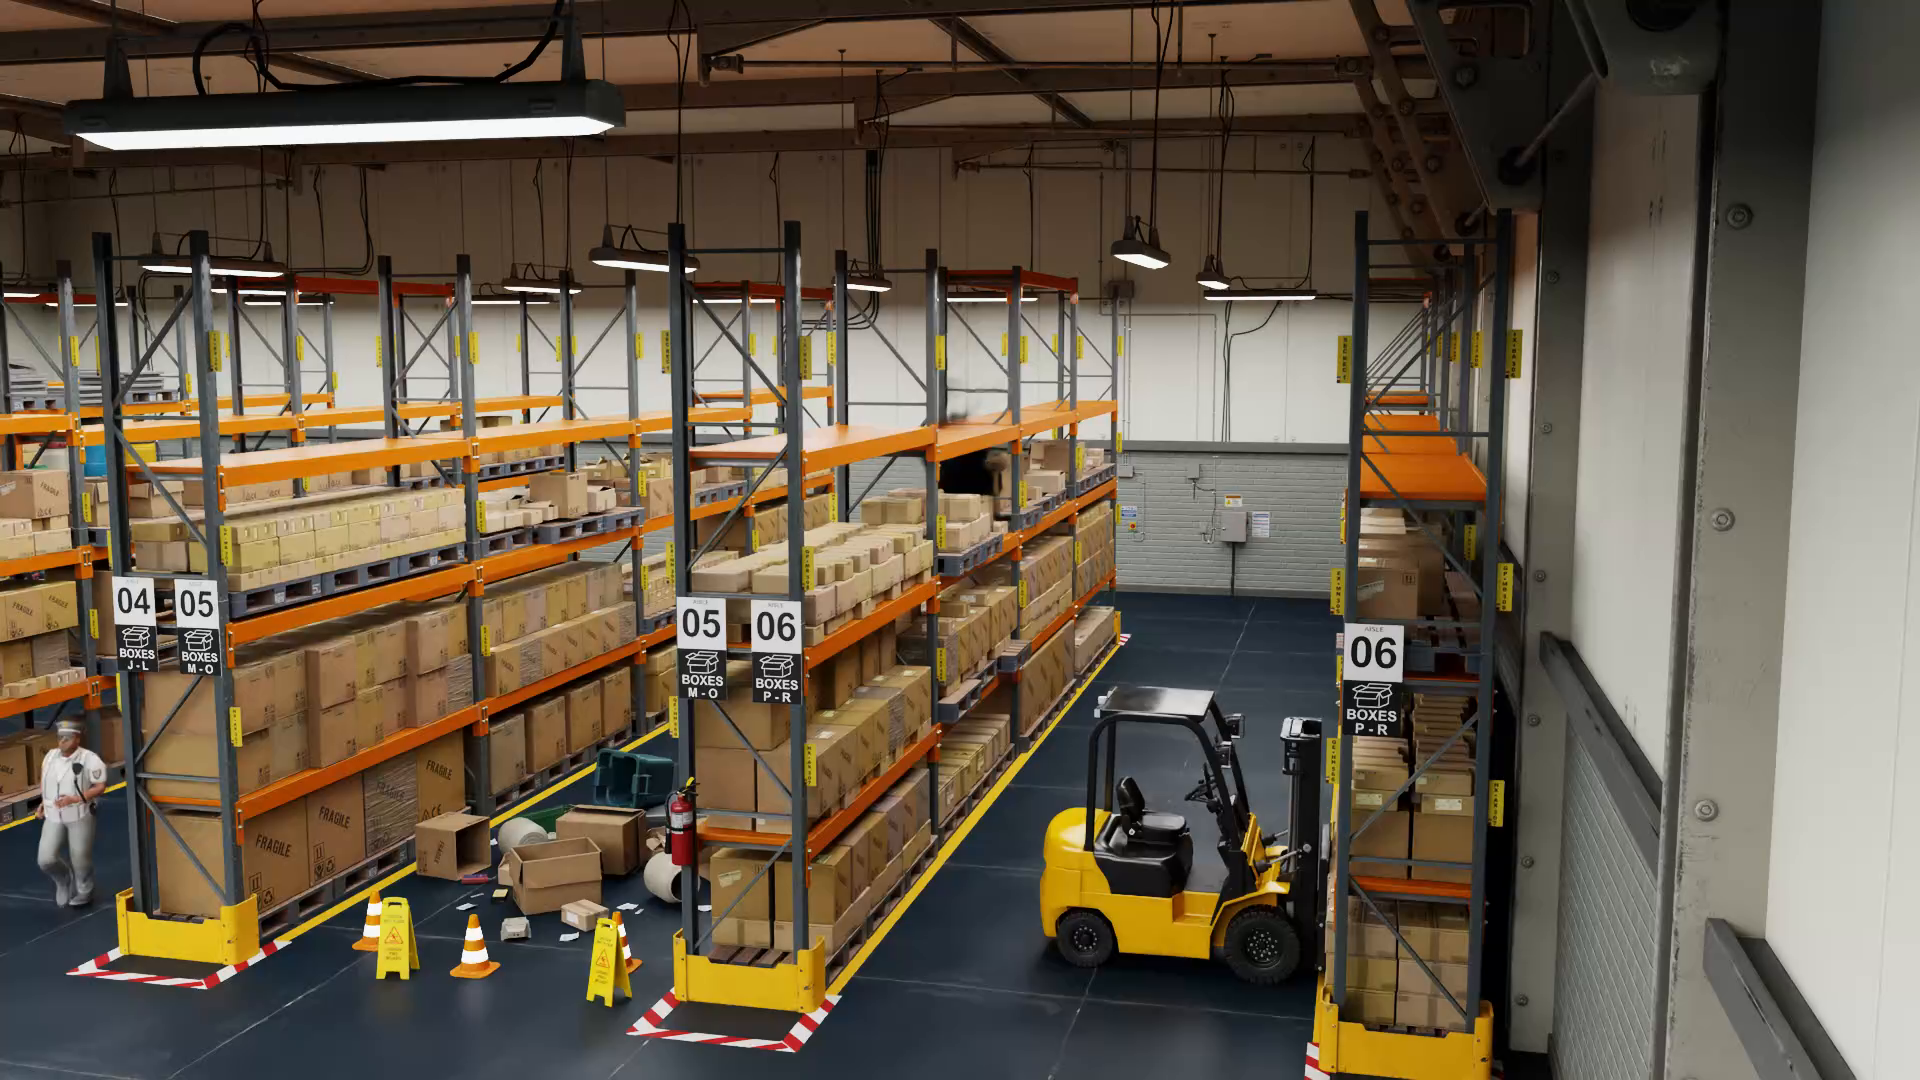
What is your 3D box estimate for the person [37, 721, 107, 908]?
[{"bbox_3d":[-8.009,2.475,14.946,0.639,1.741,0.622,-1,7,-5],"label":"person"}]
